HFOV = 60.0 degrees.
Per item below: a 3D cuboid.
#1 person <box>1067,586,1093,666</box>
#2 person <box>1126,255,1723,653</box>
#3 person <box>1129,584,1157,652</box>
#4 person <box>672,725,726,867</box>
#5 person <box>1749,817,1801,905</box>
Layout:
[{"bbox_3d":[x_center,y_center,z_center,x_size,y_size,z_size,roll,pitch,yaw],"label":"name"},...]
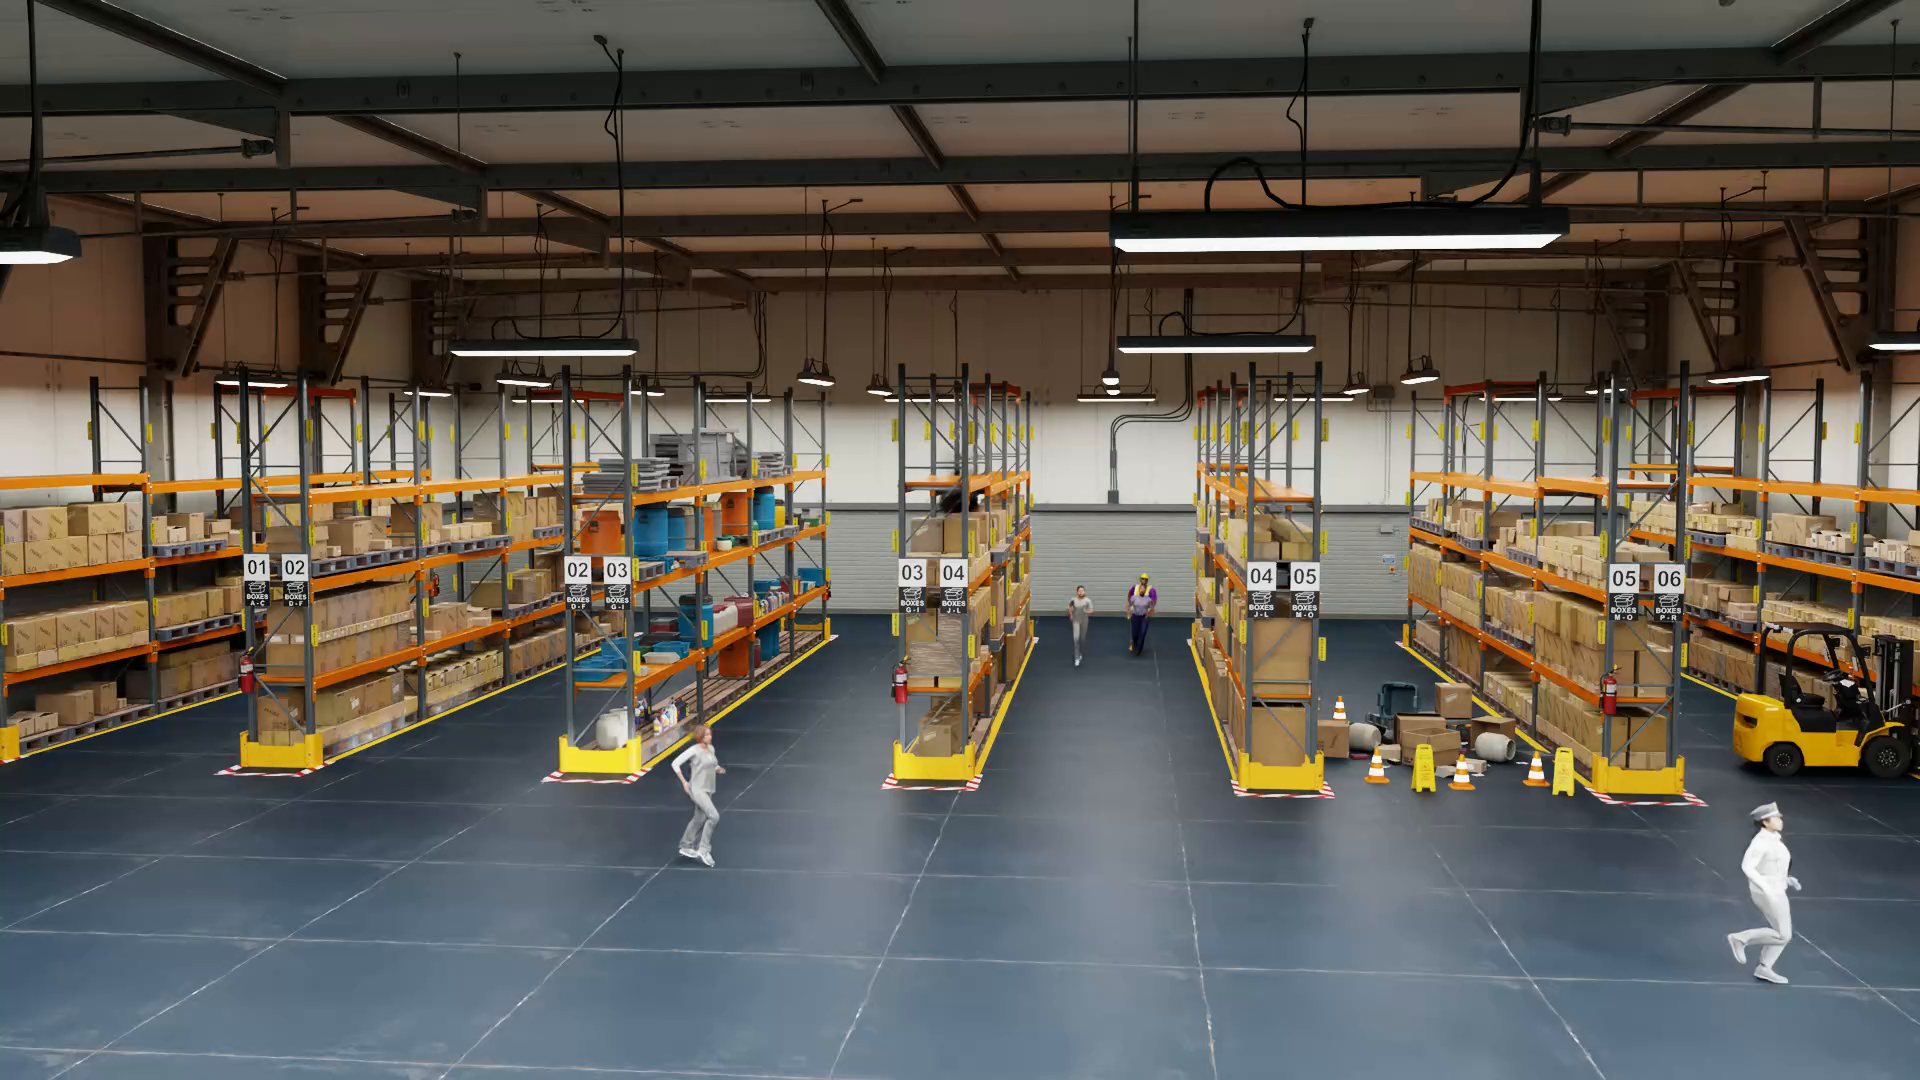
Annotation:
[{"bbox_3d":[2.619,1.843,36.139,0.555,1.720,0.849,0,4,1],"label":"person"},{"bbox_3d":[10.452,-2.104,40.108,12.753,8.931,9.001,0,4,6],"label":"person"},{"bbox_3d":[4.212,1.781,38.417,0.648,1.508,0.866,1,4,10],"label":"person"},{"bbox_3d":[-2.995,2.959,19.340,0.650,1.621,0.515,2,4,23],"label":"person"},{"bbox_3d":[7.403,2.849,15.118,0.403,0.833,0.466,3,5,39],"label":"person"}]
